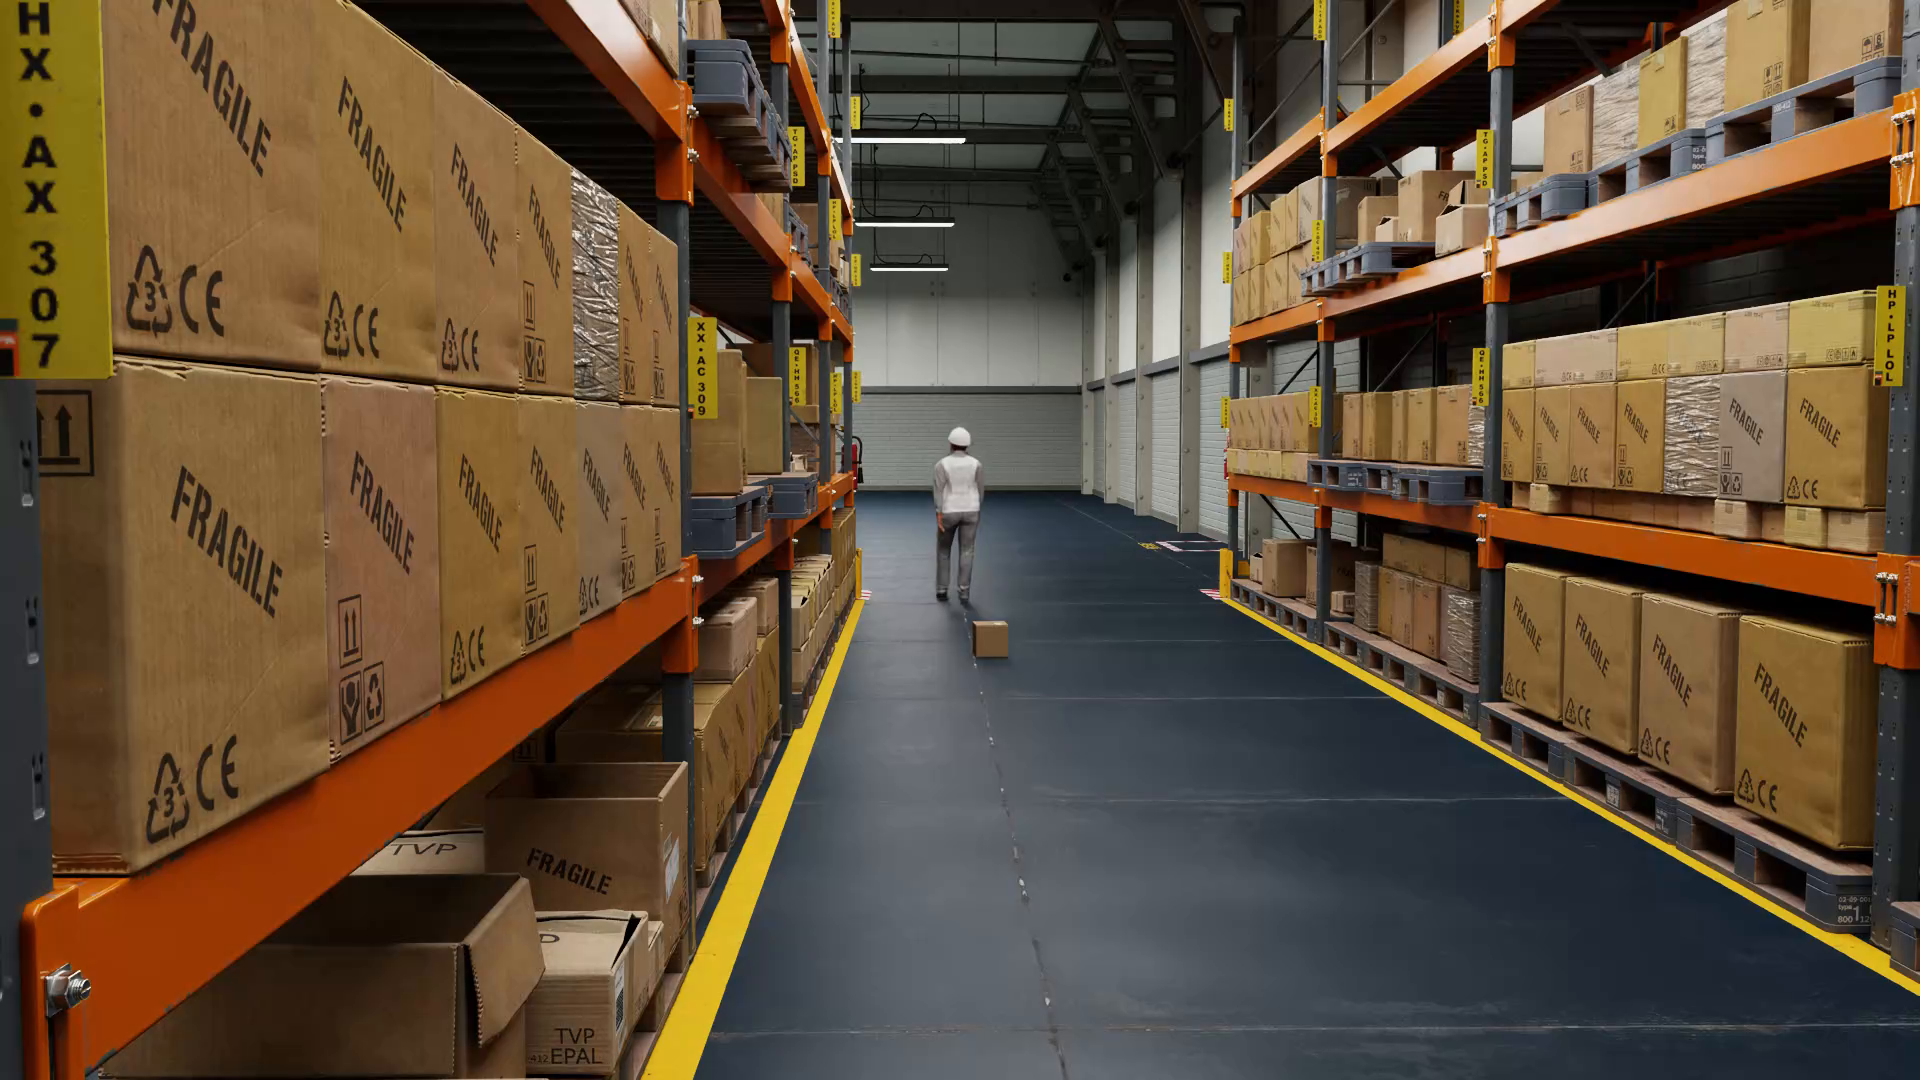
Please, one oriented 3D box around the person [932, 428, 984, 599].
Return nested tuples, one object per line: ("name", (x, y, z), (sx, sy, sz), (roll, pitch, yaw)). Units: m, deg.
("person", (-0.027, -0.274, 17.153), (0.538, 1.758, 0.879), (0, 4, -4))
